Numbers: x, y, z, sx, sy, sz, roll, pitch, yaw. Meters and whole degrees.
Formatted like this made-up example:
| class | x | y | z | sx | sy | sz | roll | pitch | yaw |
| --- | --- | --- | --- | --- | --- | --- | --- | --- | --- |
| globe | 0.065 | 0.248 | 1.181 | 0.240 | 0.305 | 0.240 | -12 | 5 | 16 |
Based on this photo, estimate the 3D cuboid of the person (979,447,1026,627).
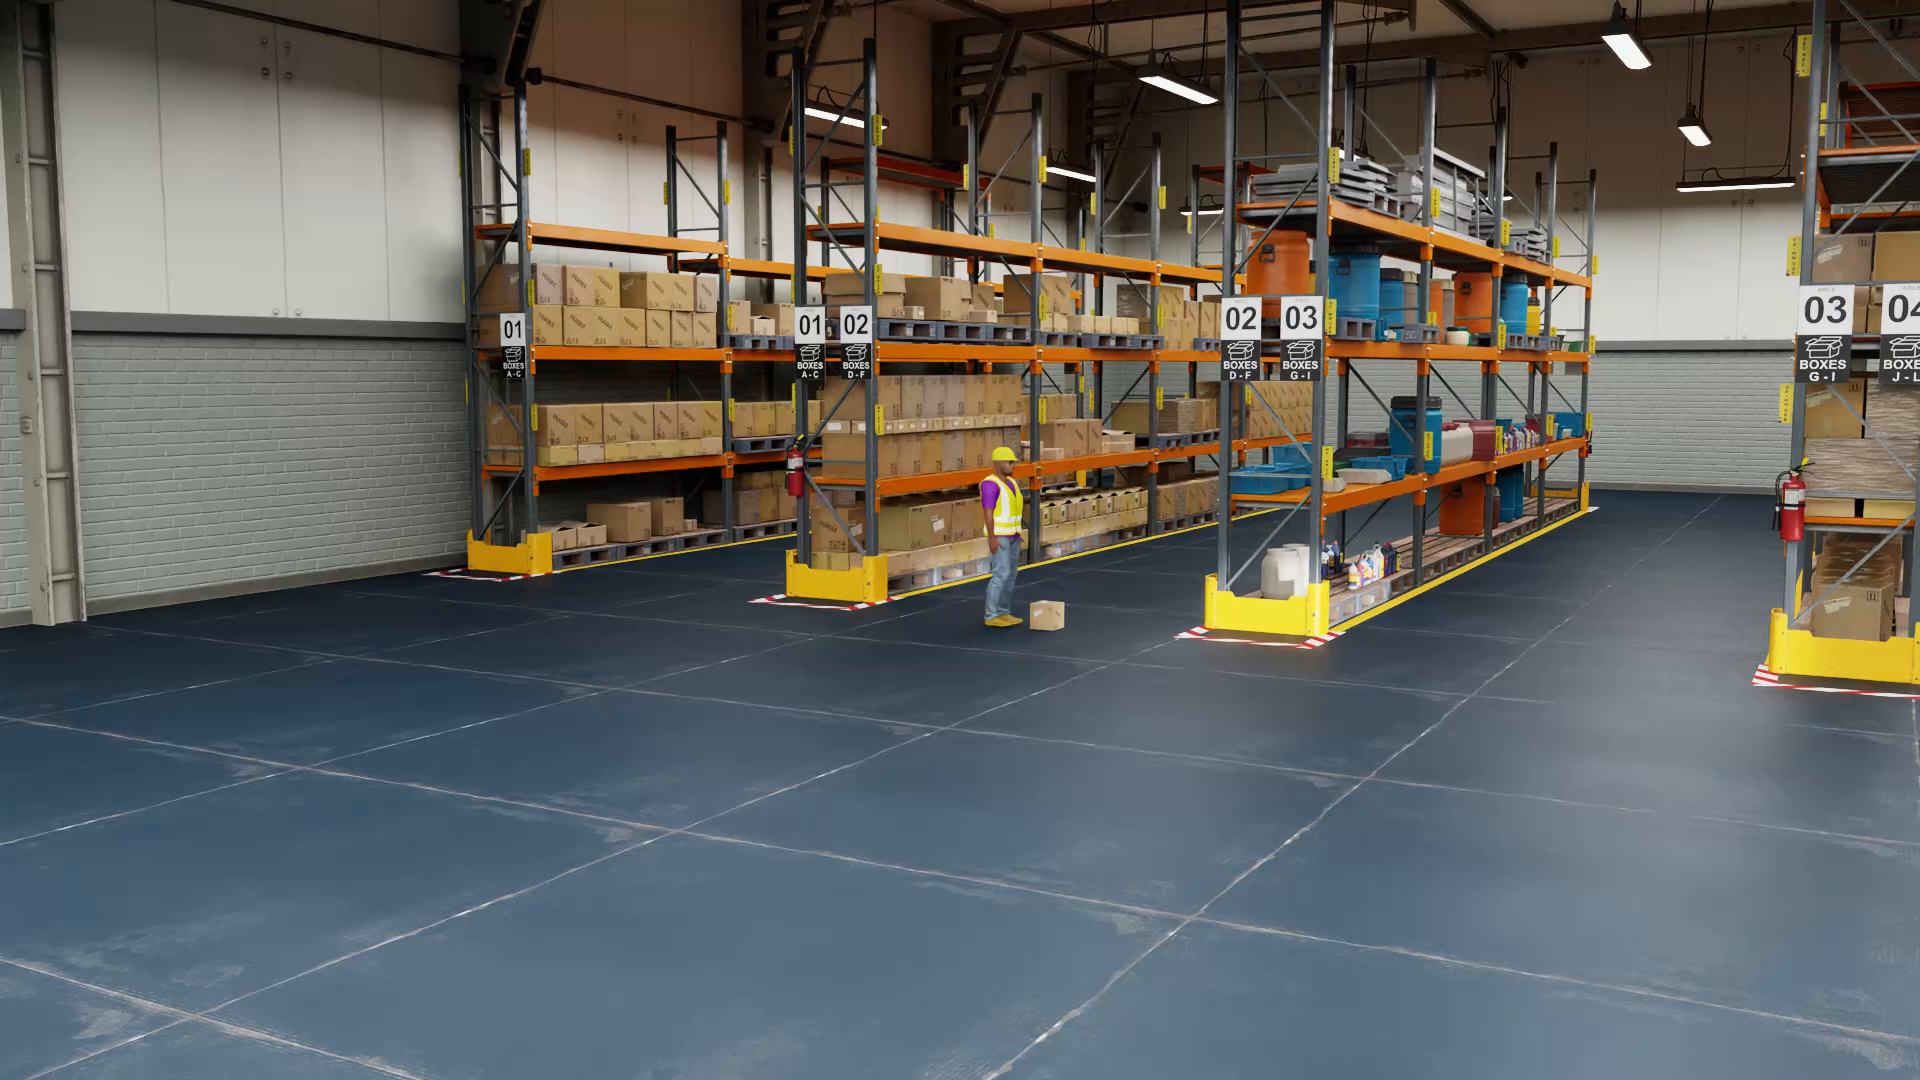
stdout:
| class | x | y | z | sx | sy | sz | roll | pitch | yaw |
| --- | --- | --- | --- | --- | --- | --- | --- | --- | --- |
| person | 0.431 | -0.035 | 16.407 | 0.365 | 1.760 | 0.563 | 3 | 7 | 30 |
